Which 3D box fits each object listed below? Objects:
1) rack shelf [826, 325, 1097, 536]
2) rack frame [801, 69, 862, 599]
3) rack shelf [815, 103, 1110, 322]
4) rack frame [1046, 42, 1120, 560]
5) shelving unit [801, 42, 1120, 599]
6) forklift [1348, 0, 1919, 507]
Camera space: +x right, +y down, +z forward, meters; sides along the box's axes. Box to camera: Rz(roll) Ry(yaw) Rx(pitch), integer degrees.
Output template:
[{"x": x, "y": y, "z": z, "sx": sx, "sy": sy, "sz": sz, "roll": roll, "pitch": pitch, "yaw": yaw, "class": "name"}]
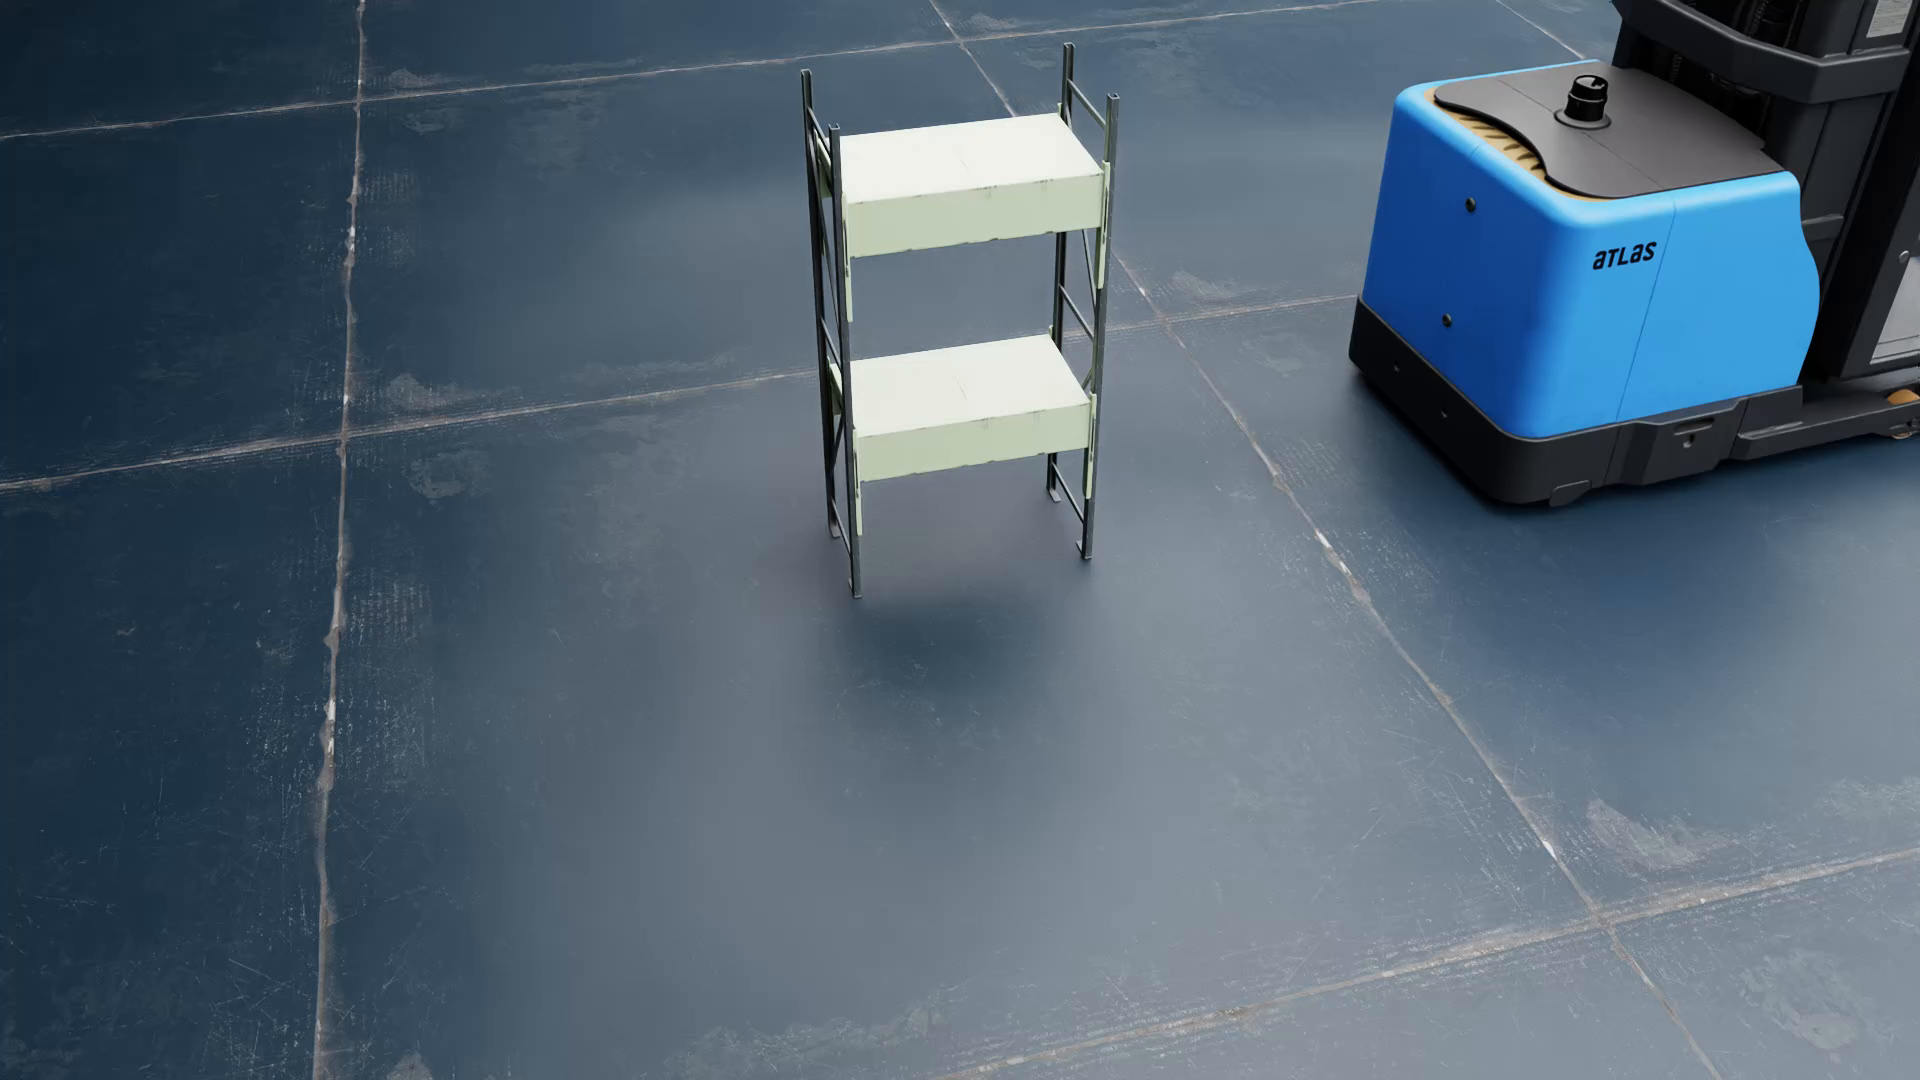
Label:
[{"x": -0.006, "y": -0.336, "z": 4.991, "sx": 0.720, "sy": 0.370, "sz": 0.431, "roll": -9, "pitch": 38, "yaw": -12, "class": "rack shelf"}, {"x": -0.360, "y": -0.537, "z": 4.717, "sx": 0.023, "sy": 1.500, "sz": 0.400, "roll": -9, "pitch": 38, "yaw": -12, "class": "rack frame"}, {"x": -0.006, "y": -0.905, "z": 4.556, "sx": 0.720, "sy": 0.370, "sz": 0.431, "roll": -9, "pitch": 38, "yaw": -12, "class": "rack shelf"}, {"x": 0.347, "y": -0.653, "z": 4.869, "sx": 0.023, "sy": 1.500, "sz": 0.400, "roll": -9, "pitch": 38, "yaw": -12, "class": "rack frame"}, {"x": -0.006, "y": -0.595, "z": 4.793, "sx": 0.755, "sy": 1.500, "sz": 0.431, "roll": -9, "pitch": 38, "yaw": -12, "class": "shelving unit"}, {"x": 2.975, "y": -1.803, "z": 5.194, "sx": 3.031, "sy": 2.935, "sz": 1.130, "roll": -12, "pitch": 39, "yaw": -15, "class": "forklift"}]
